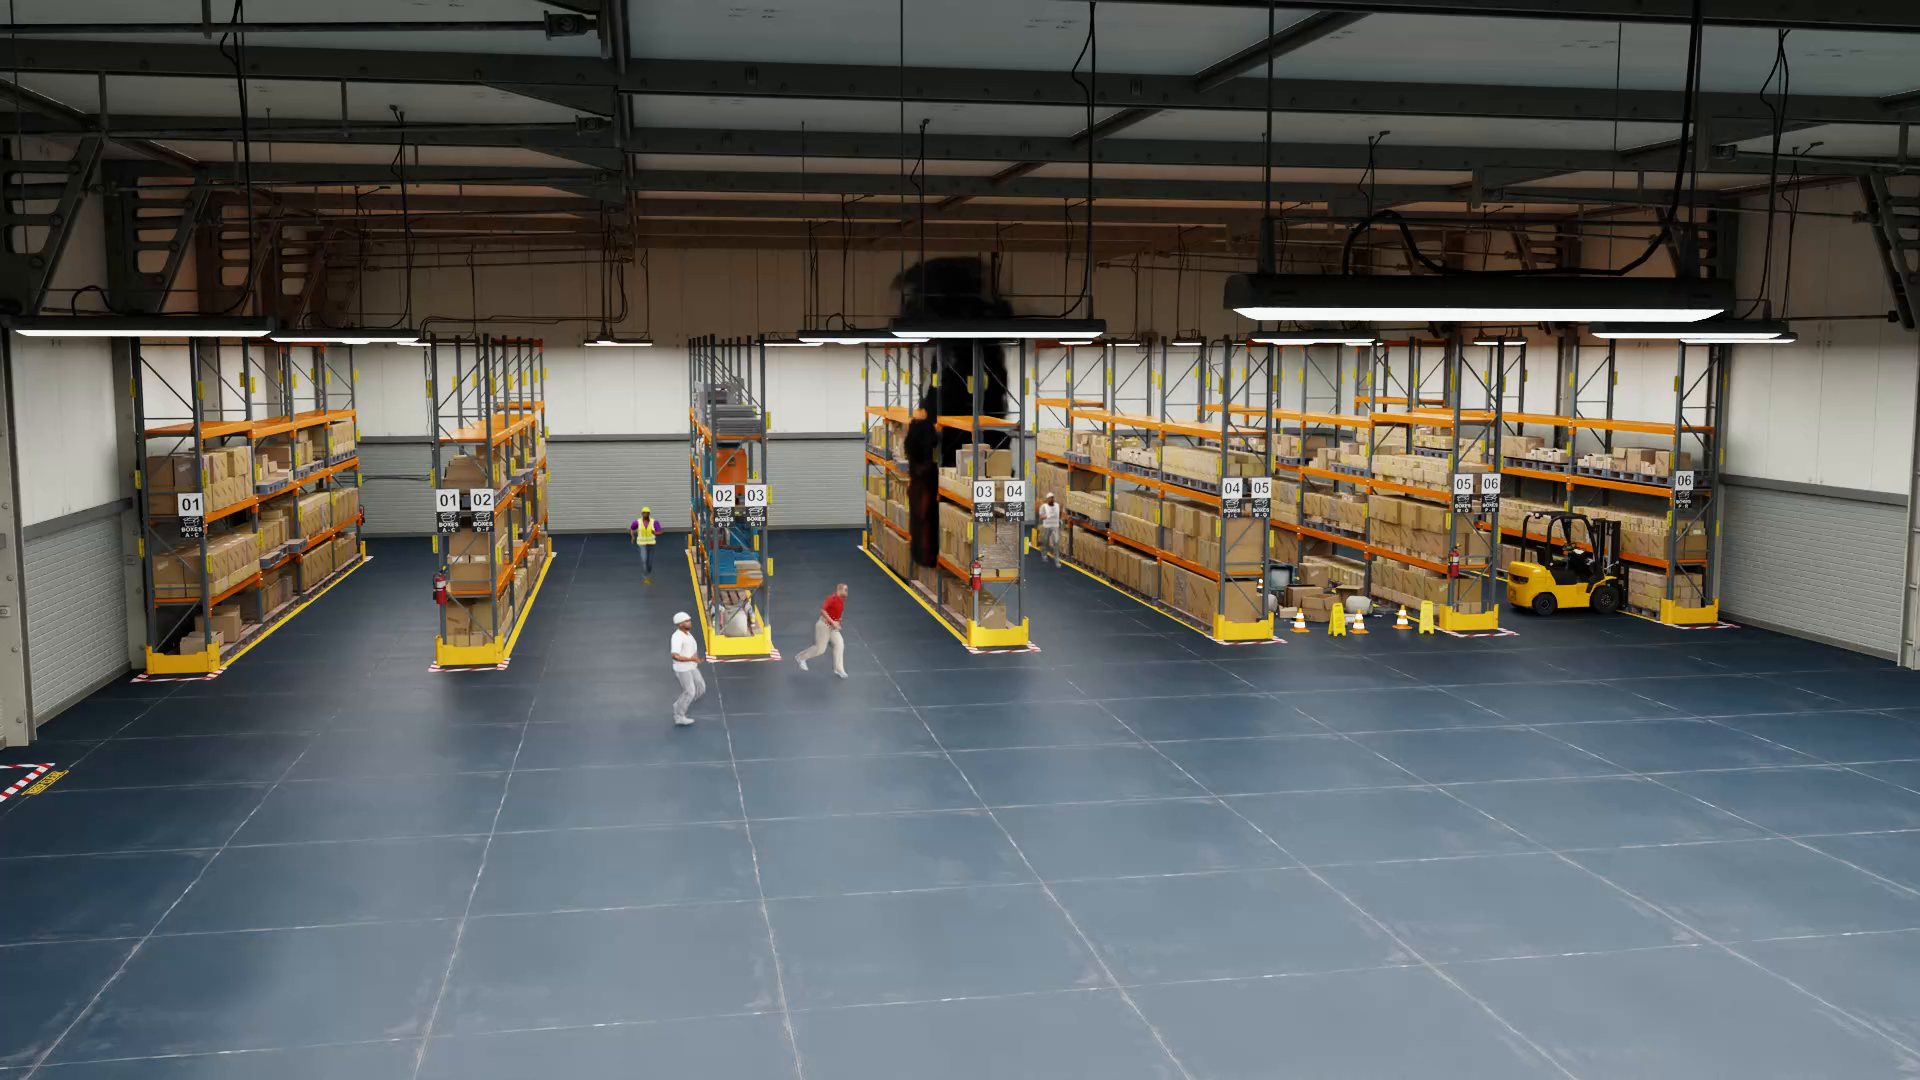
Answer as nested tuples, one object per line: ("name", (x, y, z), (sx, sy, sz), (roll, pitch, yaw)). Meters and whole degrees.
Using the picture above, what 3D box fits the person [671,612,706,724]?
("person", (-4.137, 1.954, 25.390), (0.582, 1.721, 0.688), (1, 7, 9))

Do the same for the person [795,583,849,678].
("person", (-2.410, 1.581, 29.244), (1.011, 1.696, 0.693), (2, 7, 13))

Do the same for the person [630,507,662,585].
("person", (-7.249, 0.135, 38.482), (0.700, 1.804, 0.920), (-2, 7, -18))

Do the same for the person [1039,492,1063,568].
("person", (2.309, -0.260, 42.116), (0.668, 1.891, 0.760), (-2, 7, -13))
